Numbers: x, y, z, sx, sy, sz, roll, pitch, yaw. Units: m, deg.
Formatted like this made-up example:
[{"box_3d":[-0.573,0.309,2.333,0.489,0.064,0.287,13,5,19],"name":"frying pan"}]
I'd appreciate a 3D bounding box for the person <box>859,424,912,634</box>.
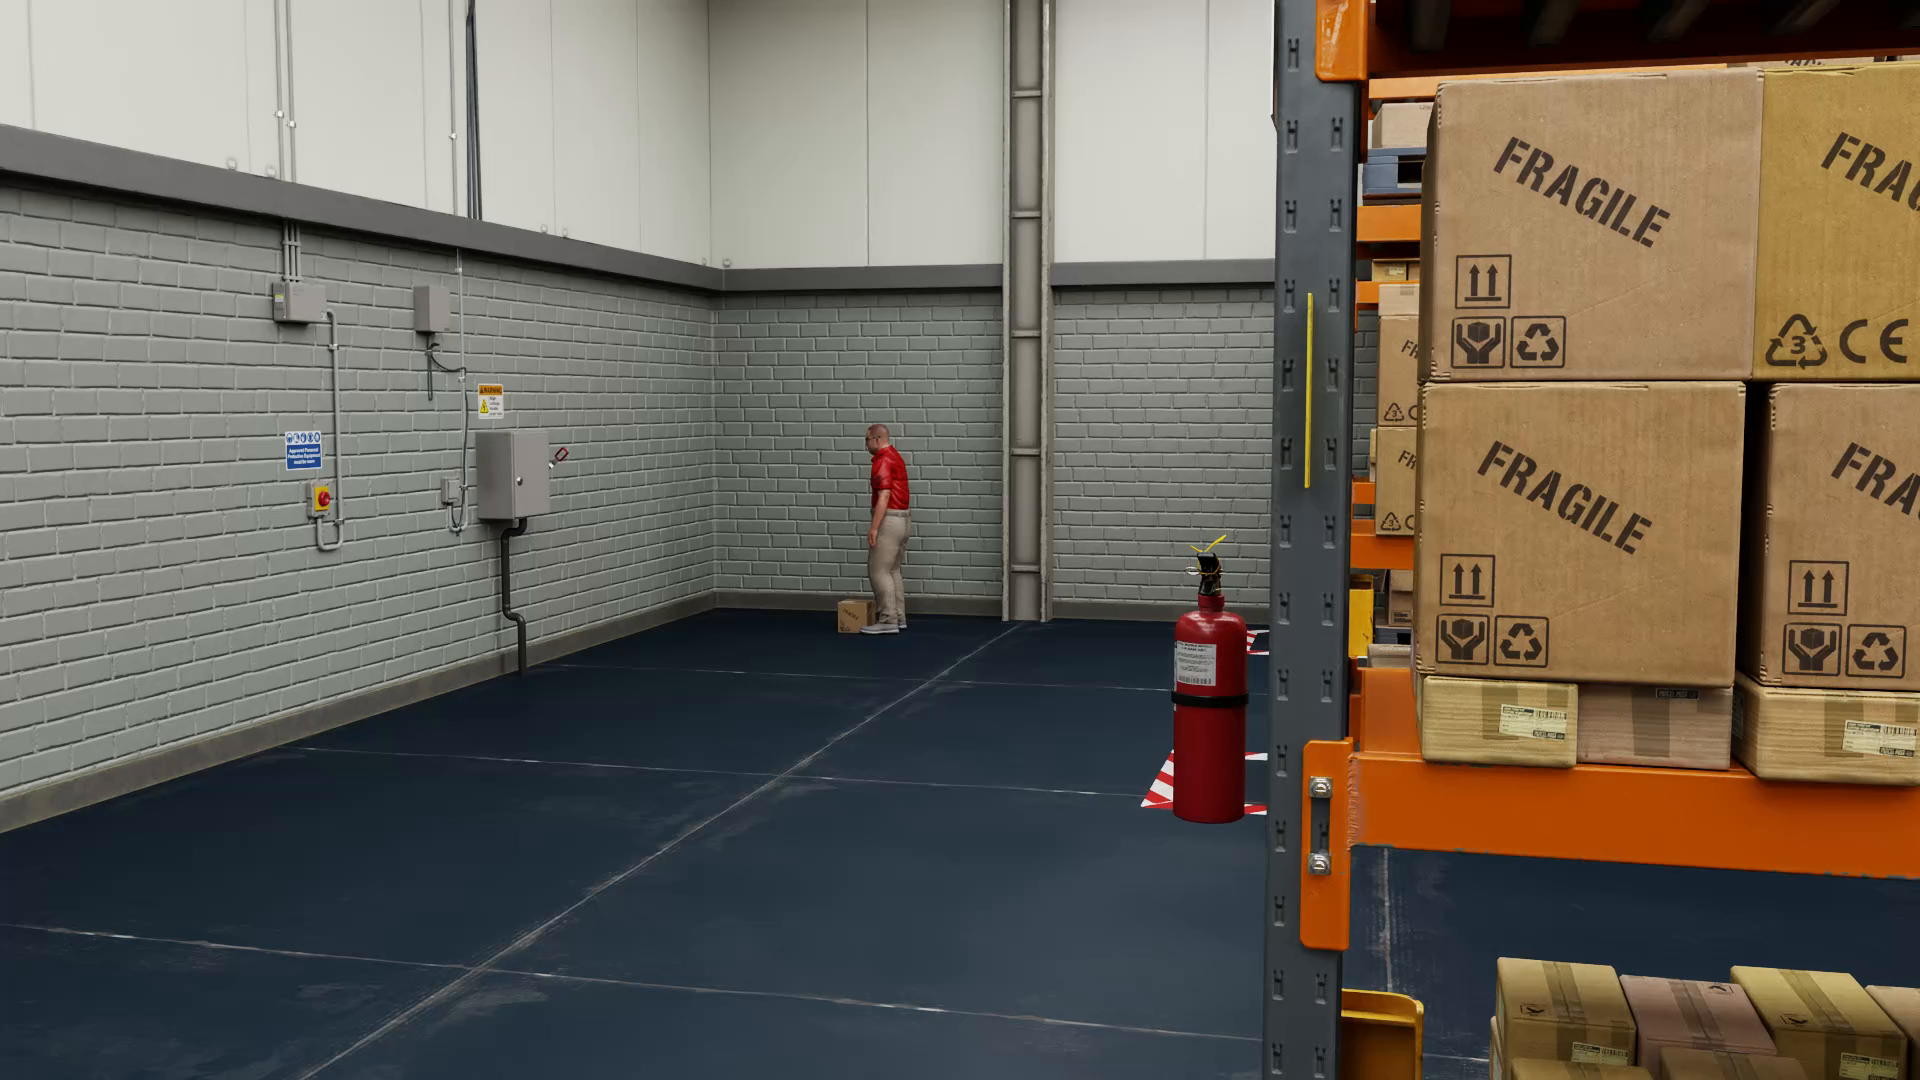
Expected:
[{"box_3d":[-0.615,-0.098,13.763,0.394,1.727,0.587,1,5,14],"name":"person"}]
